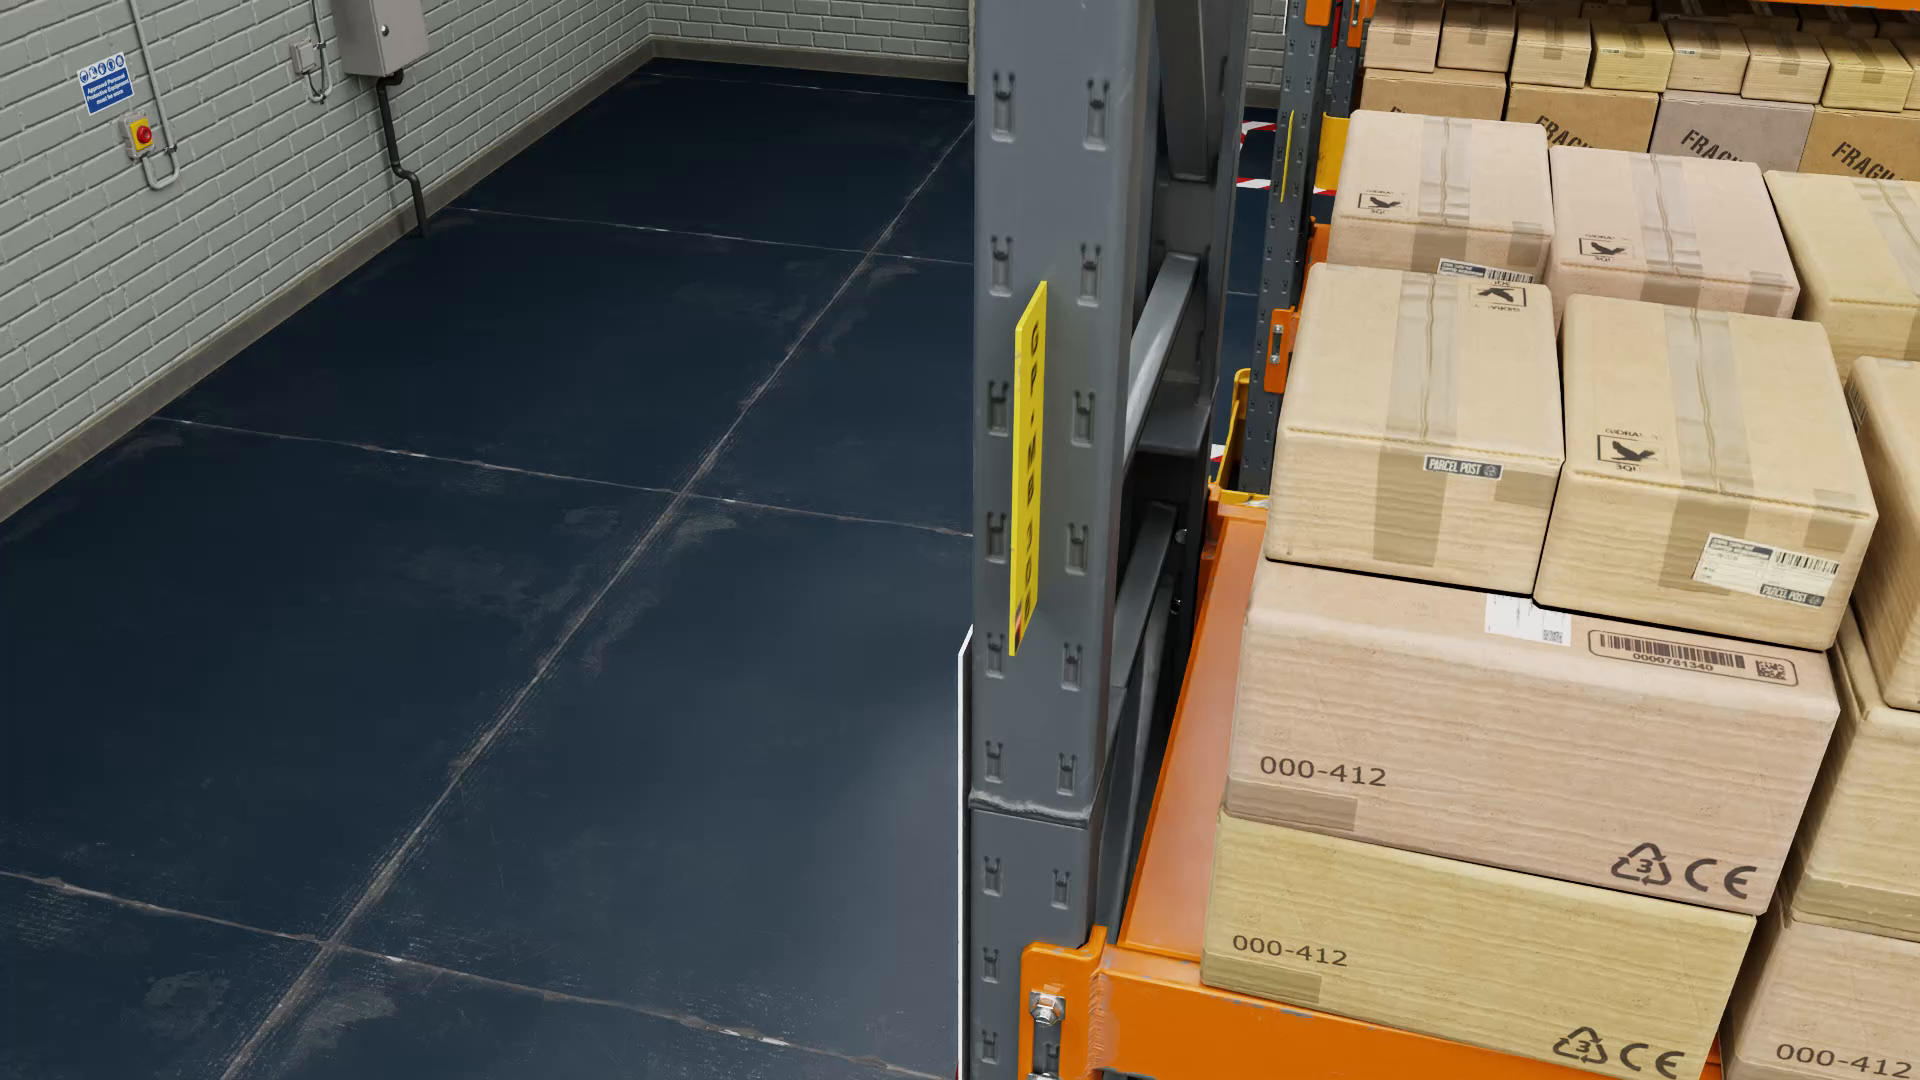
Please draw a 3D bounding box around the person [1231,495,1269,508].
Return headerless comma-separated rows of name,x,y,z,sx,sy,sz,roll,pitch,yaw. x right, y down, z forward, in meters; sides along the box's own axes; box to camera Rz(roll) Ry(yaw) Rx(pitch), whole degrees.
person,1.266,0.259,6.272,0.920,1.088,0.444,0,33,-1
